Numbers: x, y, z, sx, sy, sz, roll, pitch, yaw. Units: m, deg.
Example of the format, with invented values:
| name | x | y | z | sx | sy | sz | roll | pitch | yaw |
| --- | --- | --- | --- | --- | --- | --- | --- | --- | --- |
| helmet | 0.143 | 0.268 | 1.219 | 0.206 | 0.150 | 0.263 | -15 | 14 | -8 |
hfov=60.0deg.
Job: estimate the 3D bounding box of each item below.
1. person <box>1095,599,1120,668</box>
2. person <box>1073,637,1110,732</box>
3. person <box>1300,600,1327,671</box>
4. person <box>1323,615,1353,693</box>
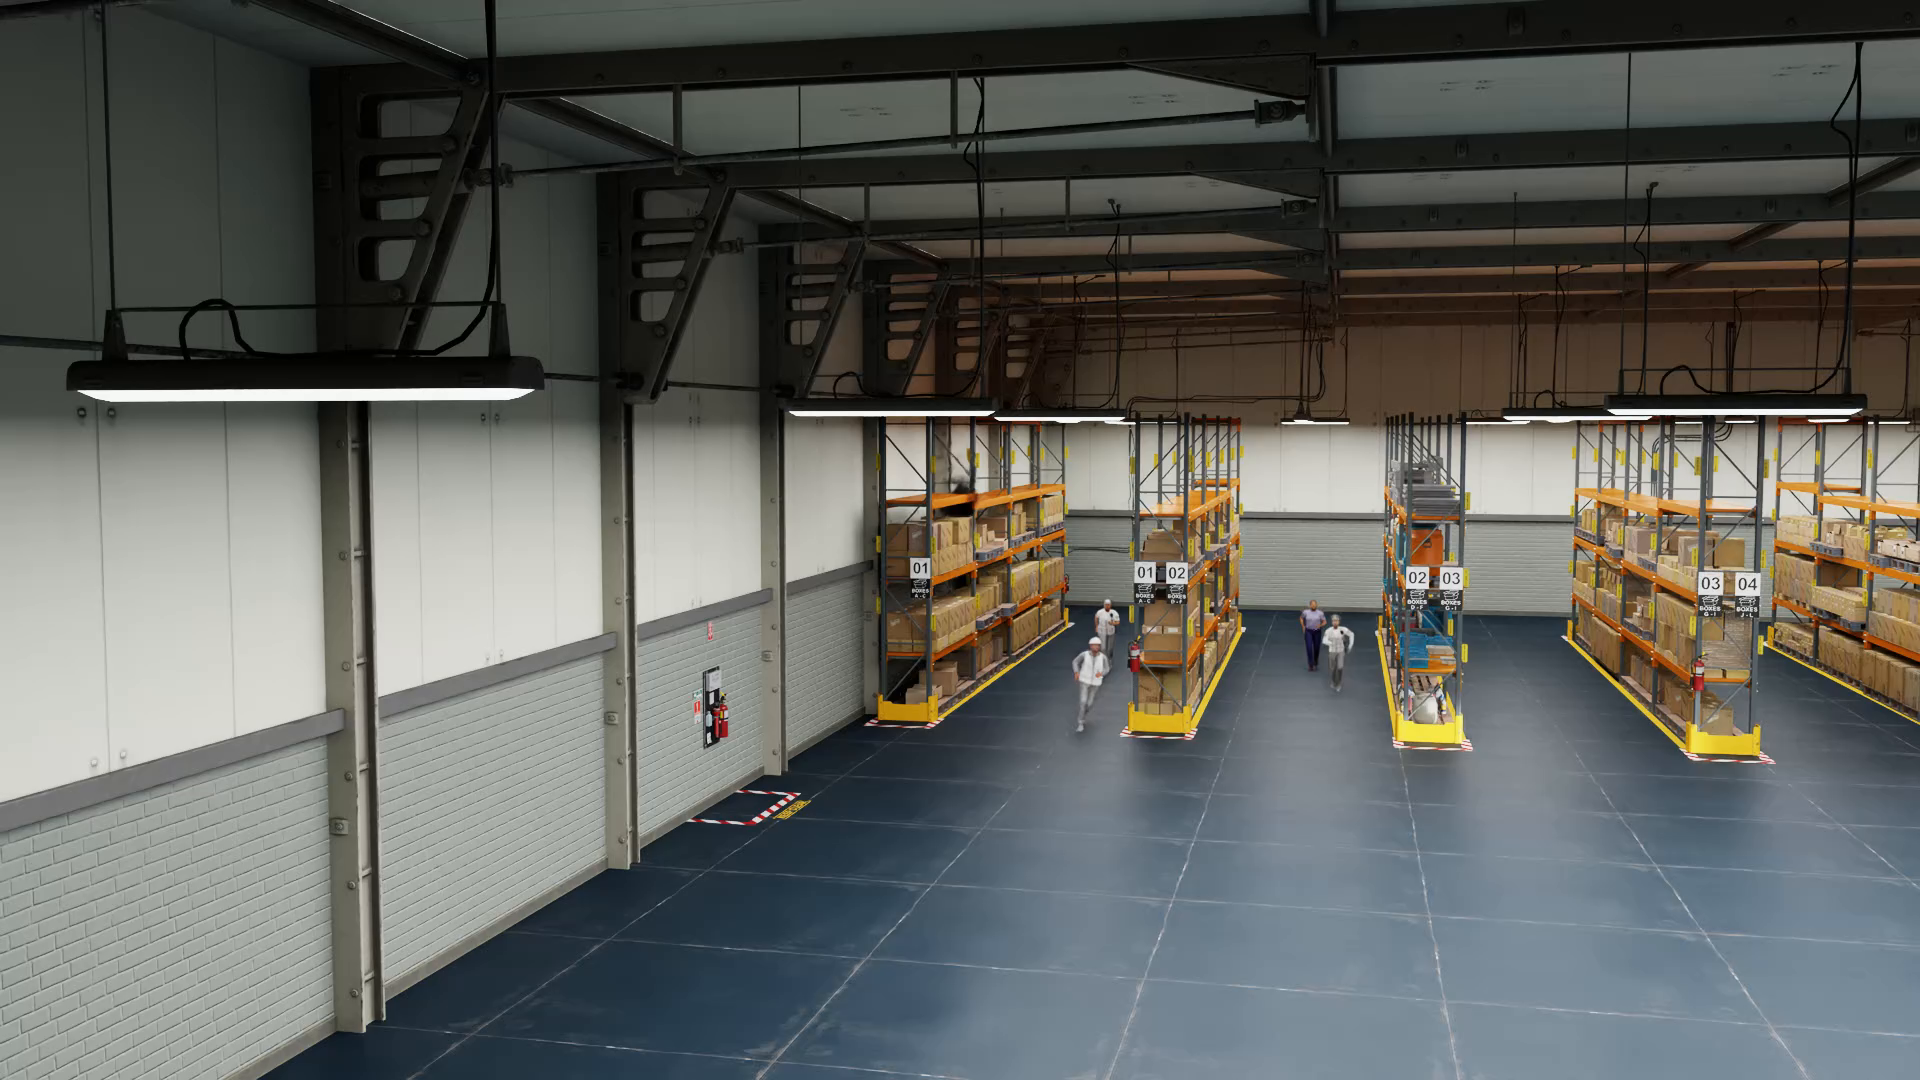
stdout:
| name | x | y | z | sx | sy | sz | roll | pitch | yaw |
| --- | --- | --- | --- | --- | --- | --- | --- | --- | --- |
| person | 3.465 | 2.238 | 39.102 | 0.580 | 1.711 | 0.855 | 0 | 4 | 4 |
| person | 2.500 | 2.718 | 31.659 | 0.691 | 1.761 | 0.886 | 0 | 4 | -5 |
| person | 8.363 | 2.234 | 39.375 | 0.617 | 1.649 | 0.837 | 1 | 4 | 9 |
| person | 8.171 | 2.442 | 35.966 | 0.628 | 1.688 | 0.840 | 1 | 4 | 18 |
